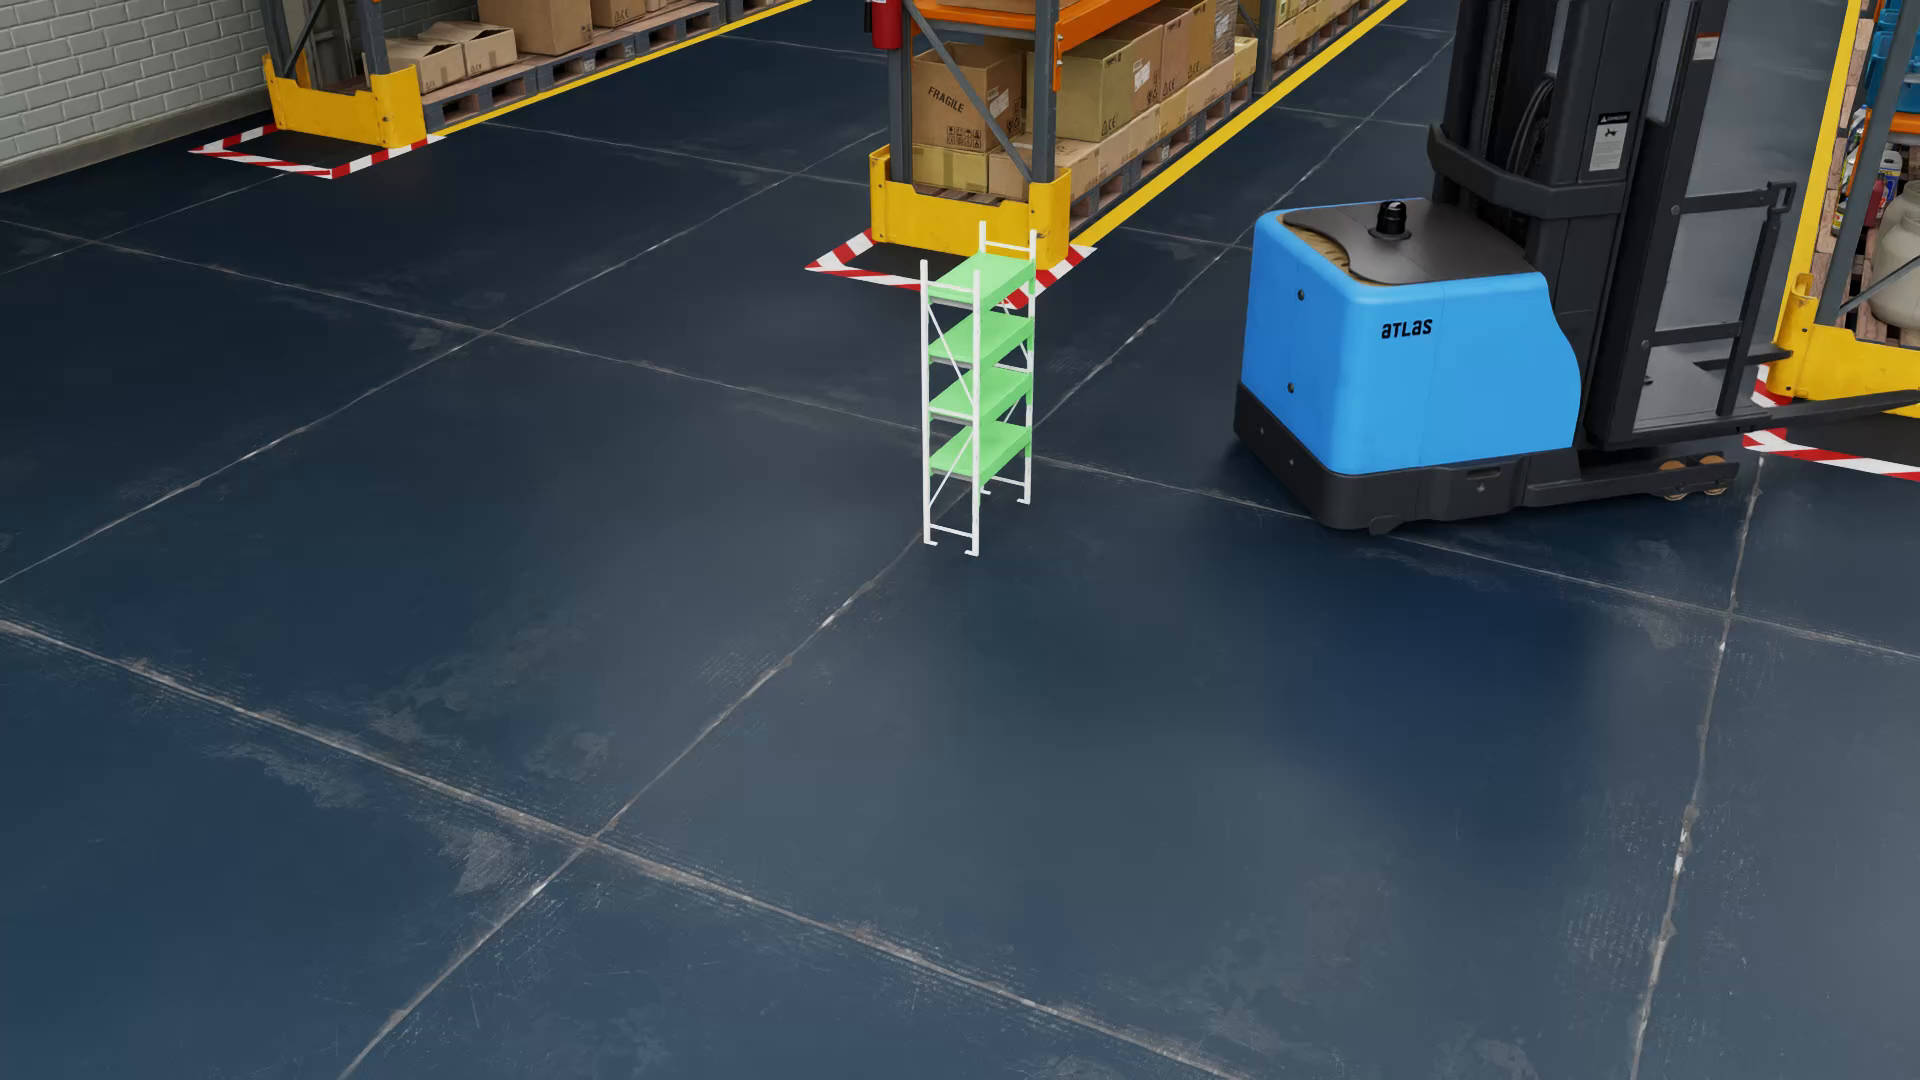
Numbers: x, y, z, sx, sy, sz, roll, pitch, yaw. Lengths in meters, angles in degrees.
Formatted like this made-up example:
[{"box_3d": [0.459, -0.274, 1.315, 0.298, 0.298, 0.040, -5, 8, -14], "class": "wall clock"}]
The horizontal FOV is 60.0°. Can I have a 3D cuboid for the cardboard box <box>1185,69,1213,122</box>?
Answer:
[{"box_3d": [1.416, -3.098, 11.472, 0.500, 0.250, 0.500, 14, 33, 23], "class": "cardboard box"}]

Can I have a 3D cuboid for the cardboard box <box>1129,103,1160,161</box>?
[{"box_3d": [0.957, -2.656, 10.702, 0.500, 0.250, 0.500, 14, 33, 23], "class": "cardboard box"}]

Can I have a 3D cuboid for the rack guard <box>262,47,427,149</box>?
[{"box_3d": [-4.315, -3.106, 11.658, 1.175, 0.500, 0.348, 14, 33, 23], "class": "rack guard"}]

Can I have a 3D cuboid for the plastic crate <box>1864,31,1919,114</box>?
[{"box_3d": [4.431, -2.135, 7.604, 0.499, 0.251, 0.616, 14, 33, 23], "class": "plastic crate"}]

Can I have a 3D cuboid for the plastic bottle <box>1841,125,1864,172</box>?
[{"box_3d": [5.469, -2.377, 10.096, 0.144, 0.351, 0.185, 13, 32, 21], "class": "plastic bottle"}]

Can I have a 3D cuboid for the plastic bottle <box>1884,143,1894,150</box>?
[{"box_3d": [5.596, -2.335, 10.102, 0.097, 0.271, 0.097, 0, 30, 0], "class": "plastic bottle"}]

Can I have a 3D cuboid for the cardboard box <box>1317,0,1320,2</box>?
[{"box_3d": [2.761, -4.618, 13.556, 0.500, 0.311, 0.500, 13, 32, 22], "class": "cardboard box"}]

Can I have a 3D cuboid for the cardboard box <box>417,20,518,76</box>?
[{"box_3d": [-3.695, -3.721, 12.475, 0.500, 0.311, 0.500, 17, 34, 27], "class": "cardboard box"}]

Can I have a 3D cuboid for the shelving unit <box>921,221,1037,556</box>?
[{"box_3d": [0.075, -0.594, 6.579, 0.258, 1.200, 0.503, 14, 33, 23], "class": "shelving unit"}]

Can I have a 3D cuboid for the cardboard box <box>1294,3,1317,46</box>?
[{"box_3d": [2.522, -4.147, 13.298, 0.500, 0.250, 0.500, 15, 33, 24], "class": "cardboard box"}]

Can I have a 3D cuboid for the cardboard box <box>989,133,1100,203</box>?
[{"box_3d": [0.504, -2.212, 9.929, 0.500, 0.250, 0.500, 14, 33, 23], "class": "cardboard box"}]

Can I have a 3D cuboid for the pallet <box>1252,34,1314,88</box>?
[{"box_3d": [2.185, -3.934, 13.389, 1.003, 0.211, 1.213, 14, 33, 23], "class": "pallet"}]

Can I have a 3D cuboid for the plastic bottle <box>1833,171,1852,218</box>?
[{"box_3d": [5.055, -1.938, 9.406, 0.152, 0.276, 0.135, 15, 33, 24], "class": "plastic bottle"}]

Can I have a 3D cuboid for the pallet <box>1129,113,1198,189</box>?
[{"box_3d": [0.930, -2.713, 11.262, 1.003, 0.211, 1.213, 14, 33, 23], "class": "pallet"}]

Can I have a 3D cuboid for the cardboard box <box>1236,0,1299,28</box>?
[{"box_3d": [2.294, -4.168, 12.771, 0.500, 0.311, 0.500, 14, 33, 23], "class": "cardboard box"}]

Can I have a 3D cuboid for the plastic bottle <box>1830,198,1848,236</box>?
[{"box_3d": [4.916, -1.800, 9.241, 0.097, 0.201, 0.097, 0, 30, 0], "class": "plastic bottle"}]

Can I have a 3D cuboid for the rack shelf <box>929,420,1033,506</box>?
[{"box_3d": [0.075, -0.330, 6.730, 0.258, 0.148, 0.480, 14, 33, 23], "class": "rack shelf"}]

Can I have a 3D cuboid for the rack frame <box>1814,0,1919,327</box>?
[{"box_3d": [4.470, -1.909, 7.063, 1.000, 3.000, 0.127, 14, 33, 23], "class": "rack frame"}]

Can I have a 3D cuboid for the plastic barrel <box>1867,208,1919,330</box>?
[{"box_3d": [4.701, -1.322, 8.116, 0.421, 0.512, 0.421, 0, 30, 0], "class": "plastic barrel"}]

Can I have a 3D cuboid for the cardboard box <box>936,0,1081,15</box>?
[{"box_3d": [0.286, -3.282, 9.353, 0.700, 0.500, 0.500, 14, 33, 23], "class": "cardboard box"}]

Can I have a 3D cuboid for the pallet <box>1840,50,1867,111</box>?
[{"box_3d": [7.170, -3.373, 12.412, 1.003, 0.211, 1.213, 14, 33, 23], "class": "pallet"}]

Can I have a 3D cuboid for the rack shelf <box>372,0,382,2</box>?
[{"box_3d": [-3.439, -4.731, 12.700, 1.077, 0.370, 4.000, 14, 33, 23], "class": "rack shelf"}]

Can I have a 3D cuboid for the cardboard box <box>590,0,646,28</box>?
[{"box_3d": [-2.965, -4.568, 13.760, 0.500, 0.500, 0.500, 12, 32, 20], "class": "cardboard box"}]

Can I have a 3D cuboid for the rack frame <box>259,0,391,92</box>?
[{"box_3d": [-4.350, -4.157, 10.976, 1.000, 3.000, 0.127, 14, 33, 23], "class": "rack frame"}]

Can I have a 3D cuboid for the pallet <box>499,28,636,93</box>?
[{"box_3d": [-3.357, -3.872, 13.281, 1.003, 0.211, 1.213, 14, 33, 23], "class": "pallet"}]

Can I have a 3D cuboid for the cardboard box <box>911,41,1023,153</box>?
[{"box_3d": [0.041, -2.655, 9.947, 0.500, 0.500, 0.500, 14, 33, 23], "class": "cardboard box"}]

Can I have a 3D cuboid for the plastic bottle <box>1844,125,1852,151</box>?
[{"box_3d": [5.710, -2.573, 10.587, 0.097, 0.201, 0.097, 0, 30, 0], "class": "plastic bottle"}]

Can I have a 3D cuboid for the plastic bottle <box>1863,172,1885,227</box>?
[{"box_3d": [5.150, -1.917, 9.363, 0.061, 0.283, 0.133, 14, 33, 23], "class": "plastic bottle"}]

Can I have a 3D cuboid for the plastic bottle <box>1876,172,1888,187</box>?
[{"box_3d": [5.318, -2.034, 9.647, 0.097, 0.201, 0.097, 0, 30, 0], "class": "plastic bottle"}]

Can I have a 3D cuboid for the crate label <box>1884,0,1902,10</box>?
[{"box_3d": [5.067, -2.802, 8.582, 0.502, 0.435, 0.616, 14, 33, 23], "class": "crate label"}]

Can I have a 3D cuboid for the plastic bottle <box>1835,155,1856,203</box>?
[{"box_3d": [5.190, -2.106, 9.624, 0.144, 0.351, 0.185, 16, 33, 25], "class": "plastic bottle"}]

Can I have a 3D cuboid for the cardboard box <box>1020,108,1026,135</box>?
[{"box_3d": [0.260, -2.554, 10.524, 0.500, 0.250, 0.500, 14, 33, 23], "class": "cardboard box"}]

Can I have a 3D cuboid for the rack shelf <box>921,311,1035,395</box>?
[{"box_3d": [0.075, -0.746, 6.491, 0.258, 0.148, 0.480, 14, 33, 23], "class": "rack shelf"}]

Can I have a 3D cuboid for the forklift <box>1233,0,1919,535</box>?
[{"box_3d": [2.802, -1.684, 6.738, 3.031, 2.935, 1.130, -8, 31, -13], "class": "forklift"}]

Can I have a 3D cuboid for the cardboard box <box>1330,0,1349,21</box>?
[{"box_3d": [2.988, -4.602, 14.091, 0.500, 0.250, 0.500, 15, 33, 24], "class": "cardboard box"}]

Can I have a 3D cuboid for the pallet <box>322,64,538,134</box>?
[{"box_3d": [-3.914, -3.333, 12.343, 1.003, 0.211, 1.213, 14, 33, 23], "class": "pallet"}]

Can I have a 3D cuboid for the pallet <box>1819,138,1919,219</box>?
[{"box_3d": [5.949, -2.185, 10.343, 1.003, 0.211, 1.213, 14, 33, 23], "class": "pallet"}]

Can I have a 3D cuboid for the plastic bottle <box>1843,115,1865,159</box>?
[{"box_3d": [5.633, -2.501, 10.386, 0.152, 0.276, 0.135, 16, 33, 25], "class": "plastic bottle"}]

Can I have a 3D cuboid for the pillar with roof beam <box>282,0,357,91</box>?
[{"box_3d": [-0.969, -6.288, 8.664, 9.100, 9.000, 0.400, 14, 33, 23], "class": "pillar with roof beam"}]

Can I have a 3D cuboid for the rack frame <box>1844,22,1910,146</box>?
[{"box_3d": [6.292, -3.683, 10.151, 1.000, 3.000, 0.127, 14, 33, 23], "class": "rack frame"}]

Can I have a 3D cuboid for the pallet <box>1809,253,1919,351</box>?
[{"box_3d": [4.837, -1.103, 8.459, 1.003, 0.211, 1.213, 14, 33, 23], "class": "pallet"}]

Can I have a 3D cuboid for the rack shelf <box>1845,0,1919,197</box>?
[{"box_3d": [5.381, -2.484, 8.786, 1.077, 0.370, 4.000, 14, 33, 23], "class": "rack shelf"}]

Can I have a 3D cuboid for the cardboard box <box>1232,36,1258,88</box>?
[{"box_3d": [1.867, -3.542, 12.246, 0.500, 0.250, 0.500, 14, 33, 23], "class": "cardboard box"}]

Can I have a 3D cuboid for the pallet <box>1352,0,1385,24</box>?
[{"box_3d": [3.296, -5.016, 15.272, 1.003, 0.211, 1.213, 14, 33, 23], "class": "pallet"}]

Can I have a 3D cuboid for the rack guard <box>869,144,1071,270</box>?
[{"box_3d": [0.051, -1.940, 9.626, 1.175, 0.500, 0.348, 14, 33, 23], "class": "rack guard"}]

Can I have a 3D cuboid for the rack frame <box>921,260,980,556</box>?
[{"box_3d": [-0.036, -0.486, 6.391, 0.240, 1.200, 0.015, 14, 33, 23], "class": "rack frame"}]

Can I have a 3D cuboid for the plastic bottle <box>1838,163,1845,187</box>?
[{"box_3d": [5.319, -2.192, 9.924, 0.097, 0.201, 0.097, 0, 30, 0], "class": "plastic bottle"}]

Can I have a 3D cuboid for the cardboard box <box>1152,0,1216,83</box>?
[{"box_3d": [1.405, -3.426, 11.290, 0.500, 0.500, 0.500, 14, 33, 23], "class": "cardboard box"}]

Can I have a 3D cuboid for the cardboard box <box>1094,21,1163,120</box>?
[{"box_3d": [0.946, -2.983, 10.520, 0.500, 0.500, 0.500, 14, 33, 23], "class": "cardboard box"}]
